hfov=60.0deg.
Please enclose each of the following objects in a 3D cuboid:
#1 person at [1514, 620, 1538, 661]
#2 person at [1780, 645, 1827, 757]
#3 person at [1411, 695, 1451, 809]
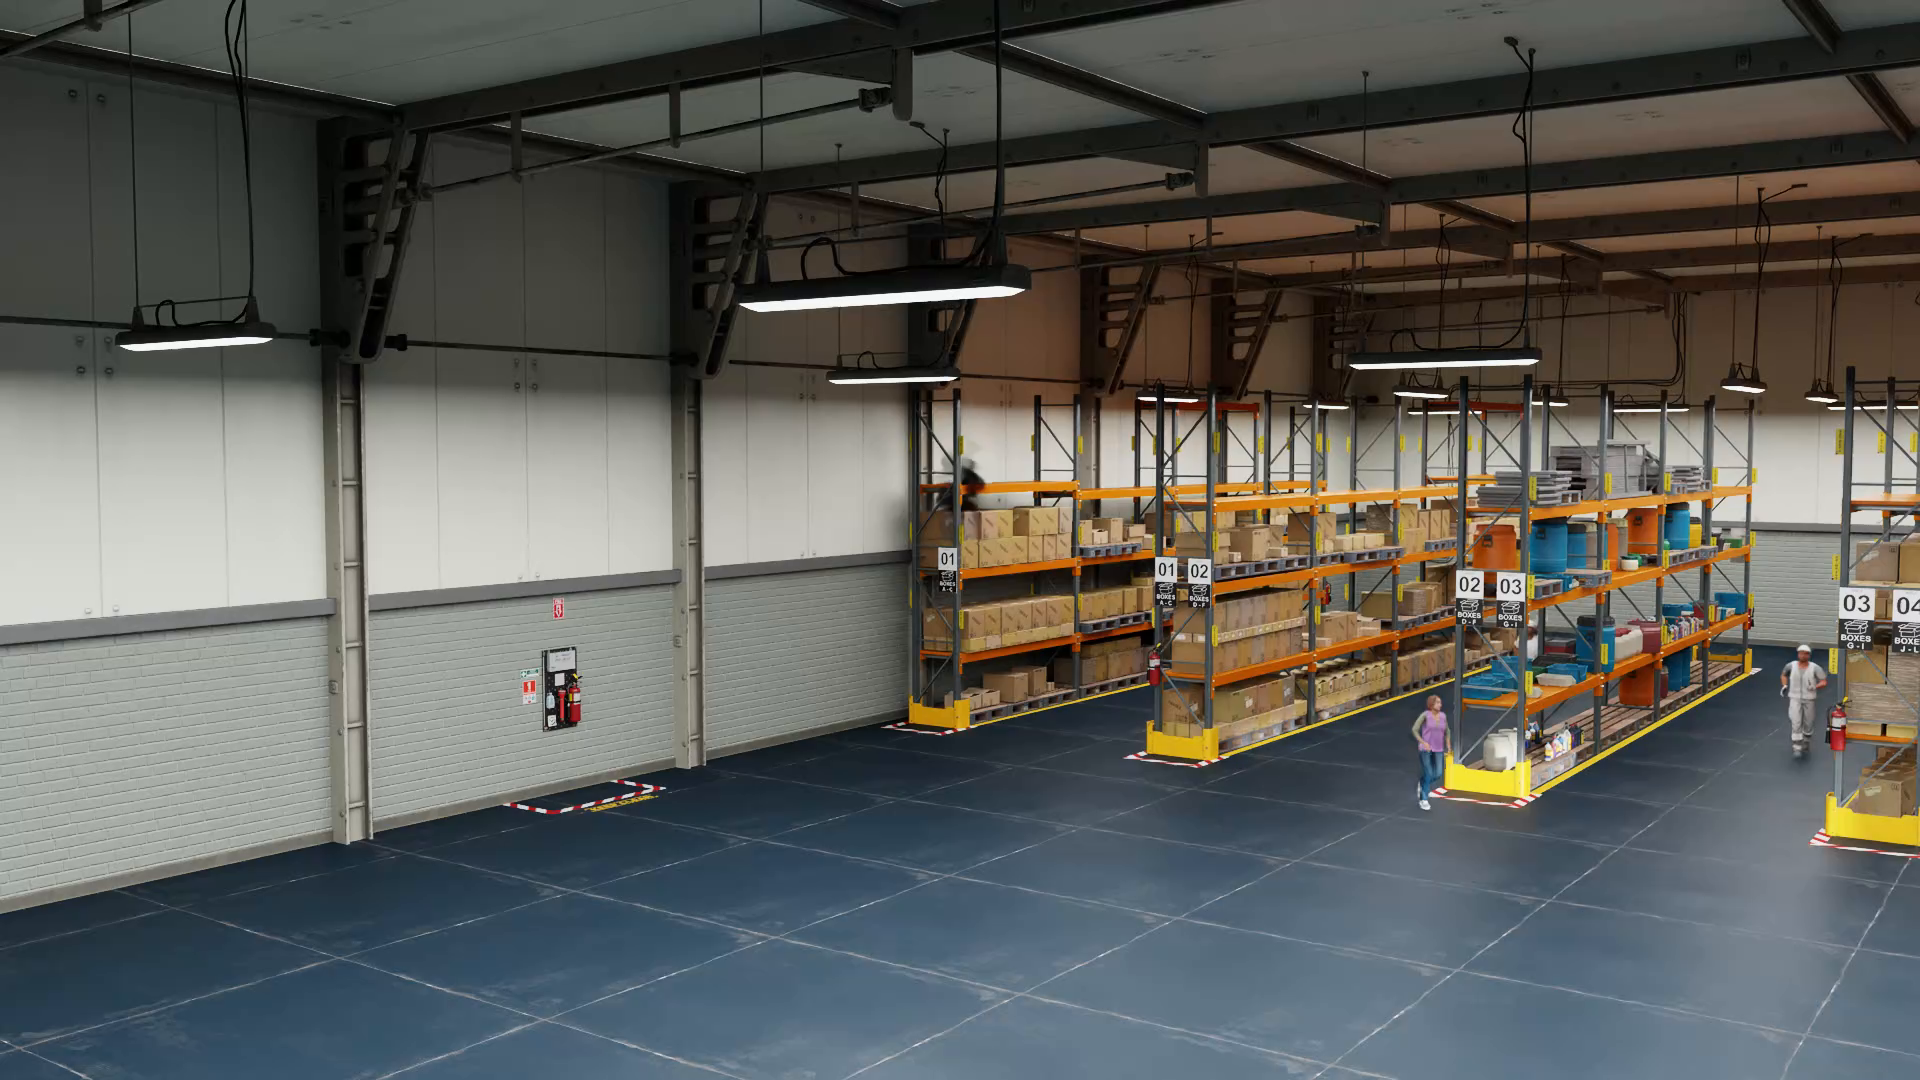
[{"bbox_3d":[10.576,2.364,30.917,0.697,1.753,0.666,2,4,34],"label":"person"},{"bbox_3d":[13.561,2.570,26.751,0.673,1.777,0.872,2,4,30],"label":"person"},{"bbox_3d":[6.528,2.922,23.024,0.602,1.564,0.512,-1,3,-12],"label":"person"}]
